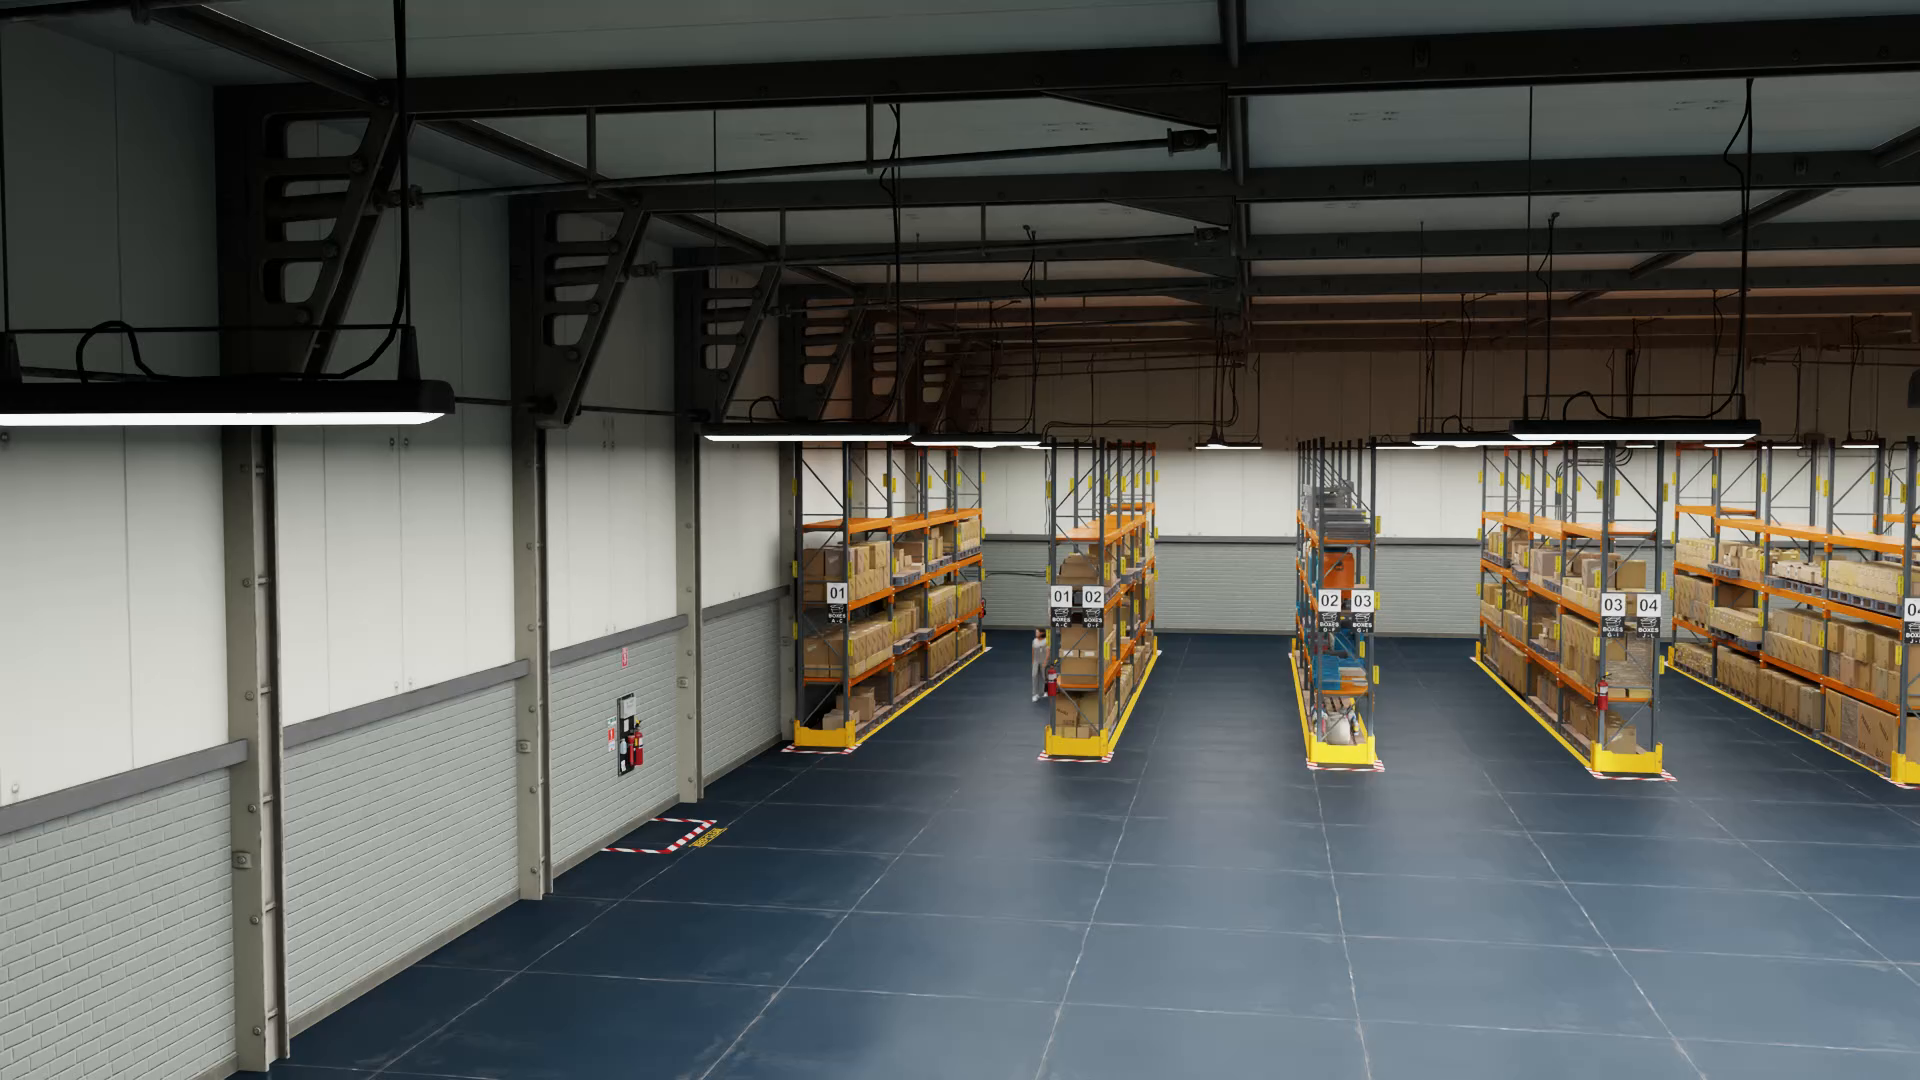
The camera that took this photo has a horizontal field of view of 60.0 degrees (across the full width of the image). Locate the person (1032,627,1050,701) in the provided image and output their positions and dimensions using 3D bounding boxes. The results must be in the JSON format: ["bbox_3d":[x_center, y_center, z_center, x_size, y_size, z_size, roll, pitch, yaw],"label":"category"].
[{"bbox_3d":[1.845,2.857,38.507,0.475,1.671,0.806,1,3,25],"label":"person"}]

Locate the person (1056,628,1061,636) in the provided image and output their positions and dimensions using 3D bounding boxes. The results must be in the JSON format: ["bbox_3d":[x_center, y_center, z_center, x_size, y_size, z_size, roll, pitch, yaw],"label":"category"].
[{"bbox_3d":[2.971,2.388,49.311,0.963,1.431,0.400,2,4,35],"label":"person"}]
